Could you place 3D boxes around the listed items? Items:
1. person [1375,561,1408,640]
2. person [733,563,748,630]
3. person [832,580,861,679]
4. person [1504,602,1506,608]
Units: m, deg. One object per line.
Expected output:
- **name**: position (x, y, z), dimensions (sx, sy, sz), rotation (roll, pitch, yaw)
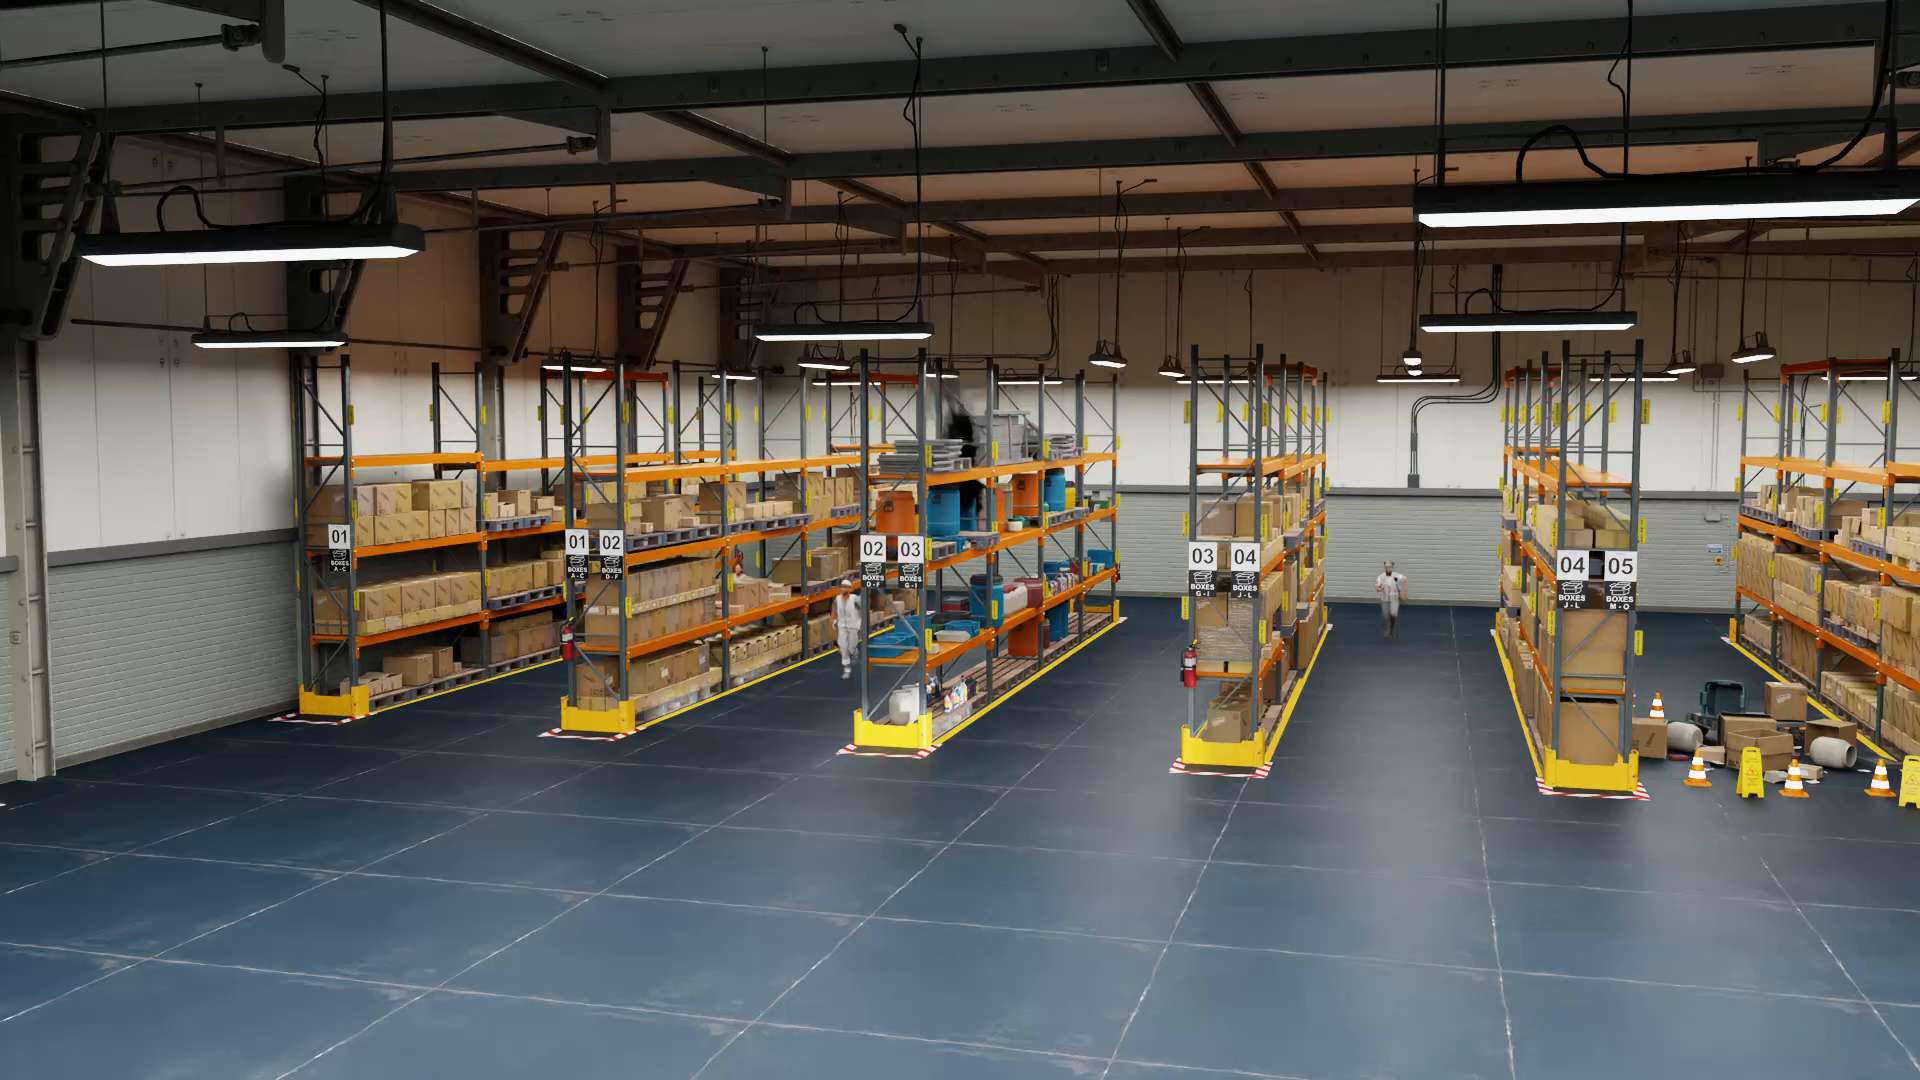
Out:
- **person**: position (9.610, 1.340, 37.110), dimensions (0.679, 1.759, 0.863), rotation (2, 5, 22)
- **person**: position (-5.019, 1.342, 37.965), dimensions (0.547, 1.654, 0.877), rotation (1, 4, 7)
- **person**: position (-1.998, 1.593, 30.019), dimensions (0.655, 1.776, 0.678), rotation (1, 4, 14)
- **person**: position (13.102, 1.250, 39.255), dimensions (0.539, 1.637, 0.578), rotation (-1, 4, -12)
